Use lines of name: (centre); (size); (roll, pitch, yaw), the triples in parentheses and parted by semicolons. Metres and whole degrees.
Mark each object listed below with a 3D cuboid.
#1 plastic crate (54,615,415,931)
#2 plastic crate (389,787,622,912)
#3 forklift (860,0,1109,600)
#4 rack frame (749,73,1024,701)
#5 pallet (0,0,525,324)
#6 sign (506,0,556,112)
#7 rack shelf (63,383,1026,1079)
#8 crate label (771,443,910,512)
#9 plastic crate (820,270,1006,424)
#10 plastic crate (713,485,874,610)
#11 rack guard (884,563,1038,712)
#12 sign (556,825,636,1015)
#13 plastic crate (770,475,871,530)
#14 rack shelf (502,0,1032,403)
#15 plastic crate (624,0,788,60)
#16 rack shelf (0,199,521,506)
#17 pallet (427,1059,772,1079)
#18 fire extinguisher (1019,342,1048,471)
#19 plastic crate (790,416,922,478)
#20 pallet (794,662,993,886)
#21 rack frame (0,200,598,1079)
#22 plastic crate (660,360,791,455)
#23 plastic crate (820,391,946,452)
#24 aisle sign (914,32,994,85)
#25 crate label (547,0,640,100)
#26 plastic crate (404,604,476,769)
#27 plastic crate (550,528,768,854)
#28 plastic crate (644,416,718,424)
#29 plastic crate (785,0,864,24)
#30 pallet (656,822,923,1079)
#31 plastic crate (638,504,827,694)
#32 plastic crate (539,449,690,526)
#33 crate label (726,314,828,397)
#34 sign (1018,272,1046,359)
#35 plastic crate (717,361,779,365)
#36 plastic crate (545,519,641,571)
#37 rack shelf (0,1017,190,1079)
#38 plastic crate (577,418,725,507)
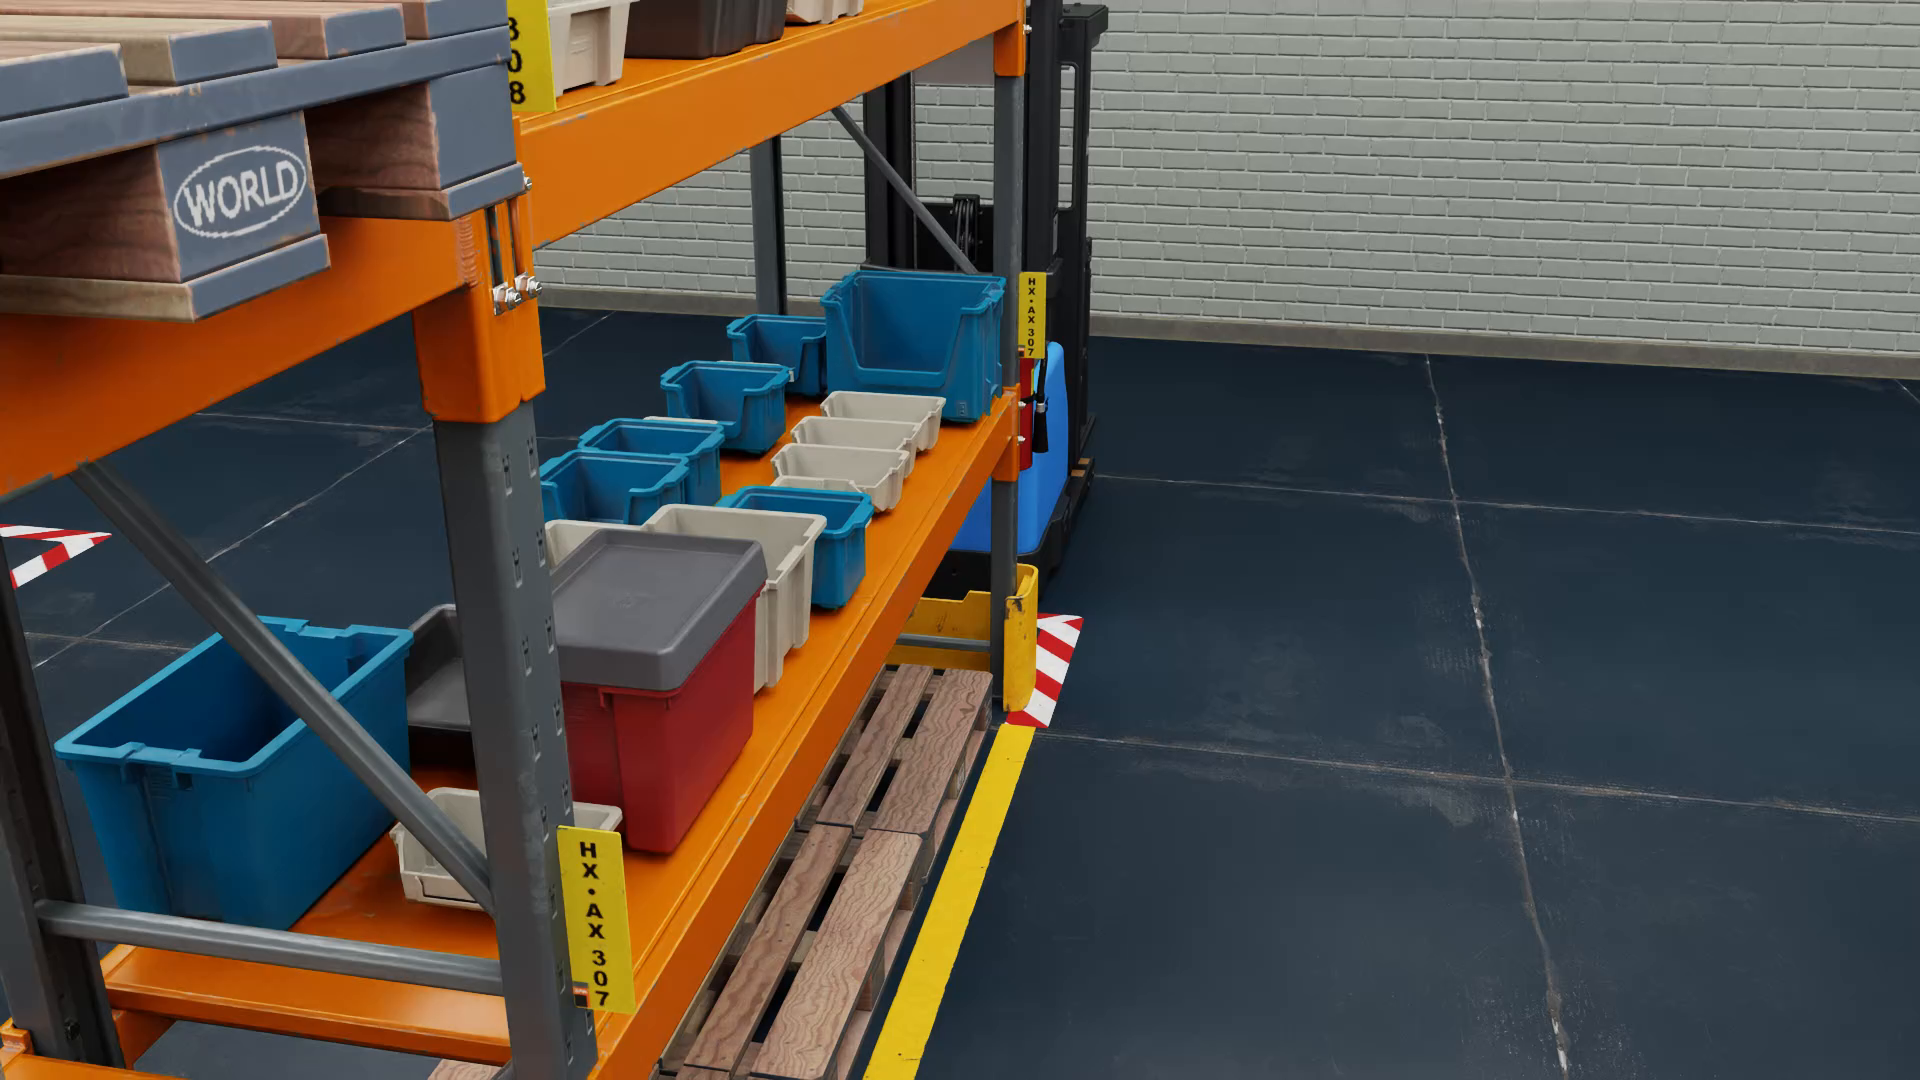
plastic crate: (-1.328, 0.449, 3.164); (0.392, 0.384, 0.575); (4, 22, 11)
plastic crate: (-0.855, 0.601, 3.118); (0.396, 0.136, 0.243); (4, 22, 11)
forklift: (0.124, -1.589, 8.377); (1.130, 2.935, 3.031); (4, 22, 11)
rack frame: (-0.273, -0.797, 6.316); (1.000, 3.000, 0.127); (4, 22, 11)
pallet: (-1.154, -0.343, 1.429); (1.213, 0.211, 1.003); (4, 22, 11)
sign: (-0.551, -0.687, 2.016); (0.100, 0.325, 0.005); (4, 22, 11)
rack shelf: (-0.681, 0.269, 4.635); (1.077, 0.370, 4.000); (4, 22, 11)
crate label: (-0.369, -0.181, 5.062); (0.396, 0.136, 0.243); (4, 22, 11)
plastic crate: (-0.159, -0.704, 5.959); (0.616, 0.435, 0.499); (4, 22, 11)
plastic crate: (-0.441, 0.024, 4.423); (0.416, 0.233, 0.300); (4, 22, 11)
rack guard: (-0.281, 0.353, 6.808); (1.175, 0.500, 0.348); (4, 22, 11)
sign: (-0.551, 0.581, 2.527); (0.100, 0.325, 0.005); (4, 22, 11)
plastic crate: (-0.411, -0.072, 4.789); (0.298, 0.136, 0.250); (4, 22, 11)
rack shelf: (-0.681, -1.123, 4.074); (1.077, 0.370, 4.000); (4, 22, 11)
plastic crate: (-0.568, -1.098, 3.224); (0.497, 0.269, 0.590); (4, 22, 11)
rack shelf: (-1.498, 0.340, 0.442); (1.077, 0.370, 4.000); (4, 22, 11)
pallet: (-0.977, 1.688, 3.880); (1.003, 0.211, 1.213); (4, 22, 11)
fire extinguisher: (0.202, -0.608, 6.451); (0.296, 0.674, 0.183); (4, 22, 11)
plastic crate: (-0.336, -0.285, 5.319); (0.396, 0.136, 0.243); (4, 22, 11)
pallet: (-0.480, 0.796, 6.096); (1.003, 0.211, 1.213); (4, 22, 11)
rack frame: (-1.086, 0.667, 2.683); (0.949, 2.616, 0.053); (4, 22, 11)
plastic crate: (-0.780, -0.441, 5.577); (0.416, 0.233, 0.300); (4, 22, 11)
plastic crate: (-0.262, -0.390, 5.580); (0.396, 0.136, 0.243); (4, 22, 11)
aisle sign: (0.028, -2.006, 5.841); (0.394, 0.787, 0.004); (4, 22, 11)
crate label: (-0.707, -0.760, 2.563); (0.293, 0.136, 0.466); (4, 22, 11)
plastic crate: (-1.124, 0.336, 3.791); (0.437, 0.125, 0.590); (4, 22, 11)
plastic crate: (-0.662, 0.301, 3.424); (0.402, 0.464, 0.583); (4, 22, 11)
plastic crate: (-0.931, -0.278, 5.301); (0.250, 0.136, 0.298); (4, 22, 11)
plastic crate: (-0.452, -1.291, 3.882); (0.437, 0.136, 0.530); (4, 22, 11)
pallet: (-0.731, 1.240, 4.991); (1.003, 0.211, 1.213); (4, 22, 11)
plastic crate: (-0.598, 0.149, 4.047); (0.437, 0.282, 0.530); (4, 22, 11)
plastic crate: (-0.976, -0.090, 4.706); (0.416, 0.233, 0.300); (4, 22, 11)
crate label: (-0.646, -0.682, 6.175); (0.416, 0.233, 0.303); (4, 22, 11)
sign: (0.269, -0.836, 6.196); (0.100, 0.325, 0.005); (4, 22, 11)
plastic crate: (-0.792, -0.526, 5.917); (0.250, 0.136, 0.298); (4, 22, 11)
plastic crate: (-1.028, 0.101, 4.360); (0.293, 0.136, 0.466); (4, 22, 11)
rack shelf: (-1.498, 1.731, 1.002); (1.077, 0.370, 4.000); (4, 22, 11)
plastic crate: (-0.915, -0.200, 4.979); (0.416, 0.233, 0.300); (4, 22, 11)
